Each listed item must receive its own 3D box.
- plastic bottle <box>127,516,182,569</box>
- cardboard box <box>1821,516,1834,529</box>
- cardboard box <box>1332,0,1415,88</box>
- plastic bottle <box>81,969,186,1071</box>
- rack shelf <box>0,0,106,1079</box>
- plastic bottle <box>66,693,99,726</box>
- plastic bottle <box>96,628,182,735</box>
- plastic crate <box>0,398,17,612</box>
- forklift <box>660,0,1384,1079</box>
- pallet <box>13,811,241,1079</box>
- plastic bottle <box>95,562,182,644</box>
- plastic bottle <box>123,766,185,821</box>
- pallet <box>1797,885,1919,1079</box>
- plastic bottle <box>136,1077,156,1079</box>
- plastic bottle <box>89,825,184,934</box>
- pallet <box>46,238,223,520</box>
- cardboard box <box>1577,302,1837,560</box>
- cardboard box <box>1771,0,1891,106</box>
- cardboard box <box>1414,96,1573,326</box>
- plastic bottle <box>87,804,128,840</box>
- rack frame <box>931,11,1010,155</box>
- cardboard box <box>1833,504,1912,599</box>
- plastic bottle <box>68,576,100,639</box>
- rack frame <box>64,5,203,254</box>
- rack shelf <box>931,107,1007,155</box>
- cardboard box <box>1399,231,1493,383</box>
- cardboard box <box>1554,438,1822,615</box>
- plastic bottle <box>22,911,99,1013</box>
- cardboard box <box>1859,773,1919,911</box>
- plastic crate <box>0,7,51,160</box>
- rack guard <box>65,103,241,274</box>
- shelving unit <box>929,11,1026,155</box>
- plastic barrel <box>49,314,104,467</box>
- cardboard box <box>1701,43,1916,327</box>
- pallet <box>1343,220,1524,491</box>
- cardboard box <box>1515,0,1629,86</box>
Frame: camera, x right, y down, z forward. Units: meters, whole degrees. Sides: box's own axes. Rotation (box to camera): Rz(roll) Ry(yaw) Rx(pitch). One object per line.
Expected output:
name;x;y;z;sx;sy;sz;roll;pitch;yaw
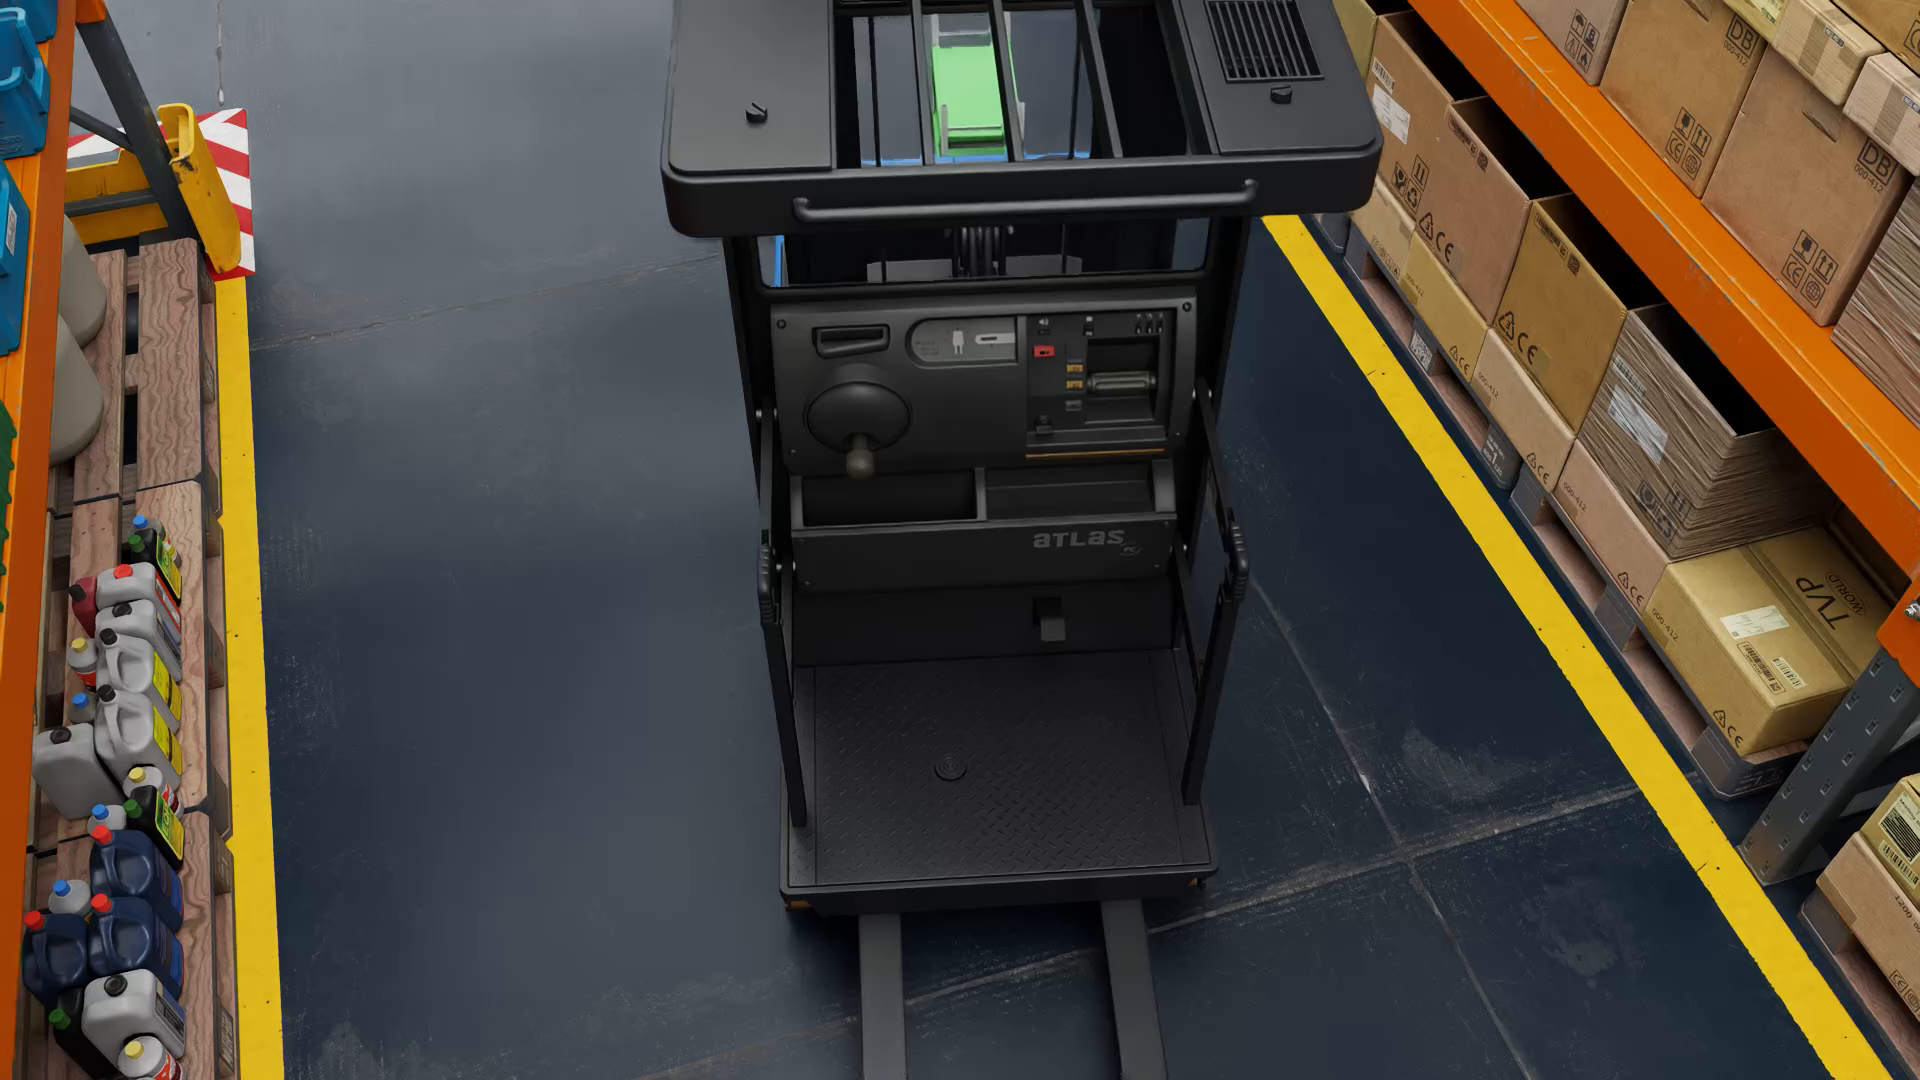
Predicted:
plastic bottle;-2.344;0.008;4.824;0.097;0.201;0.097;0;50;0
cardboard box;2.619;-0.213;4.991;0.500;0.250;0.500;-13;51;-11
cardboard box;1.523;-1.796;5.835;0.500;0.500;0.500;-13;51;-11
plastic bottle;-1.920;1.101;3.853;0.152;0.276;0.135;-12;51;-10
rack shelf;-2.714;-0.302;4.013;1.077;0.370;4.000;-13;51;-11
plastic bottle;-2.304;0.479;4.427;0.097;0.201;0.097;0;50;0
plastic bottle;-2.202;0.372;4.420;0.144;0.351;0.185;-11;51;-9
plastic crate;-2.255;-0.060;3.477;0.450;0.188;0.662;-13;51;-11
forklift;0.072;-0.239;3.534;1.130;2.935;3.031;-3;50;-2
pallet;-2.282;1.326;3.994;1.003;0.211;1.213;-13;51;-11
plastic bottle;-2.296;0.174;4.635;0.152;0.276;0.135;-13;51;-11
plastic bottle;-2.082;0.654;4.279;0.097;0.201;0.097;0;50;0
pallet;2.865;1.238;4.068;1.003;0.211;1.213;-13;51;-11
plastic bottle;-1.828;1.281;3.751;0.097;0.201;0.097;0;50;0
plastic bottle;-2.021;0.818;4.043;0.144;0.351;0.185;-15;52;-13
pallet;-3.003;-0.456;5.497;1.003;0.211;1.213;-13;51;-11
cardboard box;2.127;-0.338;4.606;0.500;0.500;0.500;-13;51;-11
cardboard box;2.095;-1.145;3.764;0.380;0.149;0.250;-13;51;-11
cardboard box;1.814;-1.064;5.219;0.500;0.500;0.500;-13;51;-11
plastic bottle;-2.100;0.744;4.157;0.097;0.271;0.097;0;50;0
rack frame;0.033;-1.230;5.502;0.240;1.200;0.015;-3;50;-2
cardboard box;2.772;-0.090;4.398;0.500;0.500;0.500;-13;51;-11
plastic bottle;-2.397;0.196;4.611;0.061;0.283;0.133;-13;51;-11
rack frame;-3.306;-1.994;4.969;1.000;3.000;0.127;-13;51;-11
rack shelf;0.048;-1.157;5.210;0.258;0.148;0.480;-3;50;-2
cardboard box;1.815;-0.823;5.506;0.500;0.250;0.500;-13;51;-11
cardboard box;2.126;-0.096;4.893;0.500;0.250;0.500;-13;51;-11
plastic bottle;-2.103;0.988;3.900;0.144;0.351;0.185;-13;51;-11
cardboard box;2.494;0.738;3.823;0.500;0.311;0.500;-13;51;-11
plastic crate;-2.685;-1.173;4.374;0.499;0.251;0.408;-13;51;-11
rack guard;-3.238;-1.144;5.887;1.175;0.500;0.348;-13;51;-11
shelving unit;0.048;-1.043;5.345;0.258;1.200;0.503;-3;50;-2
plastic barrel;-2.890;-0.498;5.061;0.421;0.512;0.421;0;50;0
cardboard box;2.311;-0.929;4.006;0.700;0.500;0.500;-14;51;-11
pallet;2.050;-0.774;5.765;1.003;0.211;1.213;-13;51;-11
cardboard box;2.013;-1.670;4.631;0.700;0.500;0.500;-12;51;-10
